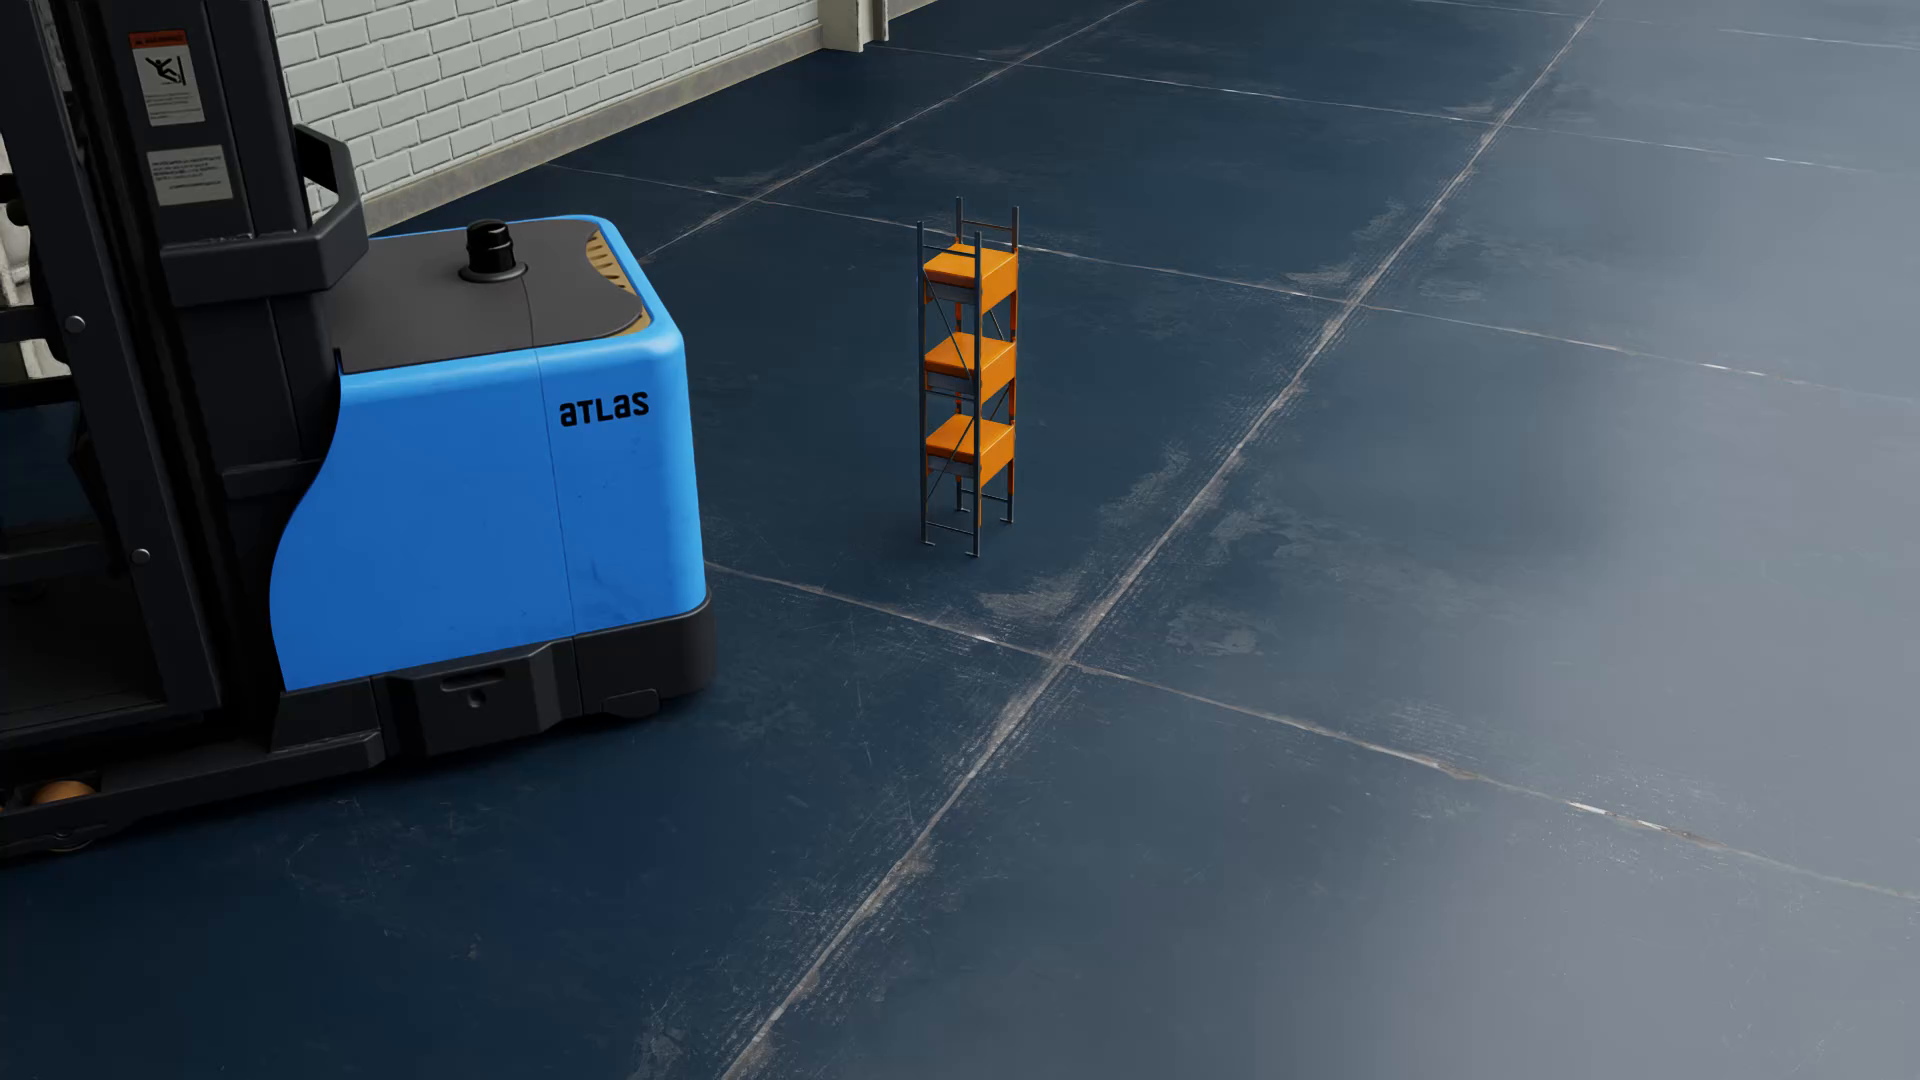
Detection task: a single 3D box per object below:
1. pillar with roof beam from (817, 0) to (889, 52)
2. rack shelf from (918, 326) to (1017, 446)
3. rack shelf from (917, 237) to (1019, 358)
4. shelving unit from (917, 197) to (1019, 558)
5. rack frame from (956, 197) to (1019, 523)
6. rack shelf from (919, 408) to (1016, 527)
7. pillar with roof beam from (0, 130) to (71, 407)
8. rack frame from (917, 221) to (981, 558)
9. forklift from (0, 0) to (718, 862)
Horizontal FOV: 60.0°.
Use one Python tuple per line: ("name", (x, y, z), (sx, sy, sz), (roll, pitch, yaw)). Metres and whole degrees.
("pillar with roof beam", (3.134, -6.195, 7.002), (9.100, 9.000, 0.400), (14, 33, 23))
("rack shelf", (0.024, -0.470, 5.035), (0.215, 0.259, 0.240), (14, 33, 23))
("rack shelf", (0.024, -0.716, 4.894), (0.215, 0.259, 0.240), (14, 33, 23))
("shelving unit", (0.024, -0.479, 5.030), (0.215, 1.050, 0.252), (14, 33, 23))
("rack frame", (0.080, -0.533, 5.124), (0.200, 1.050, 0.008), (14, 33, 23))
("rack shelf", (0.024, -0.229, 5.174), (0.215, 0.259, 0.240), (14, 33, 23))
("pillar with roof beam", (0.401, -3.535, 2.370), (9.100, 9.000, 0.400), (14, 33, 23))
("rack frame", (-0.031, -0.425, 4.936), (0.200, 1.050, 0.008), (14, 33, 23))
("forklift", (-2.224, -0.793, 3.687), (3.031, 2.935, 1.130), (-11, 32, -18))
